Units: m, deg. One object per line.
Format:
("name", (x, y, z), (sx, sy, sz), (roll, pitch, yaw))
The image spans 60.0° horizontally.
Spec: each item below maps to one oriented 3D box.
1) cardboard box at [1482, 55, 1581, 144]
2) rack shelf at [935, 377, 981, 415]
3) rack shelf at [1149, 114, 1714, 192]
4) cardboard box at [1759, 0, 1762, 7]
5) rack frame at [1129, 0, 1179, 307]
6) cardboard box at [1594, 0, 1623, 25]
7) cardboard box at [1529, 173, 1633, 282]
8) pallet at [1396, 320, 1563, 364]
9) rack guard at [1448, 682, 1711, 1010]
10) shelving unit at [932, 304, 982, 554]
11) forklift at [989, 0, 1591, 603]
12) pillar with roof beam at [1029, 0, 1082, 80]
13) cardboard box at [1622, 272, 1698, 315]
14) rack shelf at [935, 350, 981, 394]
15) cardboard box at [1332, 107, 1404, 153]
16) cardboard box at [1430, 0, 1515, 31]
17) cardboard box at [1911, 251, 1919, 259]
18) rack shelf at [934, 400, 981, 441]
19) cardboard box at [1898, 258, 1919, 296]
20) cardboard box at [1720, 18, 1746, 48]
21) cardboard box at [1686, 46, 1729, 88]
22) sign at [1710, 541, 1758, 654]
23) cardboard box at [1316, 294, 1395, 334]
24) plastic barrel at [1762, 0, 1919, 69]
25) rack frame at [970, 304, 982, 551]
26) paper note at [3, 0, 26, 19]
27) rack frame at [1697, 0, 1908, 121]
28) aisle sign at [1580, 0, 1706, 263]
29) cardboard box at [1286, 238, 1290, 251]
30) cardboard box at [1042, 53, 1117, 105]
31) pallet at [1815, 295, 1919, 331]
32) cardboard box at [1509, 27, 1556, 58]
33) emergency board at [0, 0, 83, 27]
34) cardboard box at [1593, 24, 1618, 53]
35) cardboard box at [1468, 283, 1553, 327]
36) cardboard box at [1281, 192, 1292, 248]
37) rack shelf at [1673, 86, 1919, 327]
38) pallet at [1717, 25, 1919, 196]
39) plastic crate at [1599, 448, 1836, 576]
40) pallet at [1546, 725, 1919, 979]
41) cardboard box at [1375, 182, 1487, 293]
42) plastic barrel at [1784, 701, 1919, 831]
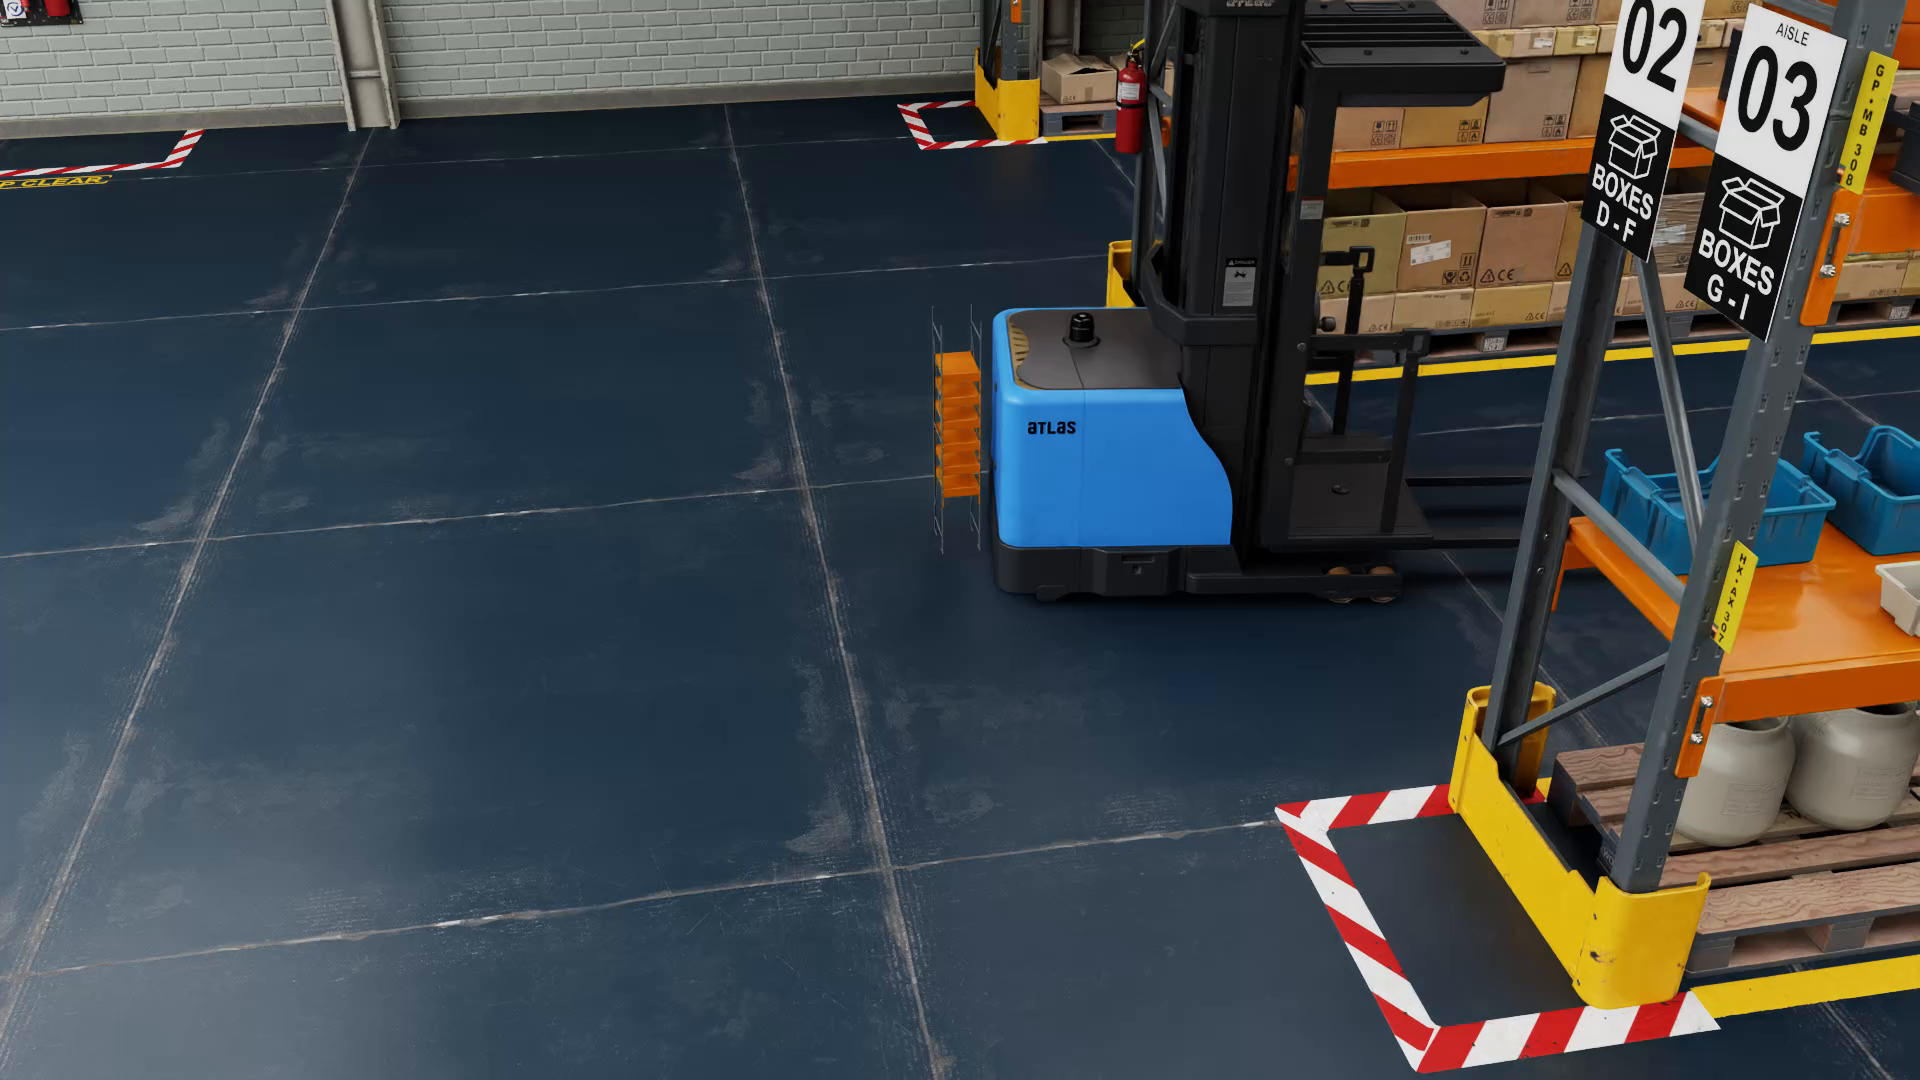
("cardboard box", (3.204, -2.682, 9.754), (0.500, 0.500, 0.700), (-4, 31, -7))
("rack shelf", (-0.014, -0.684, 7.844), (0.180, 0.103, 0.258), (-5, 31, -9))
("rack shelf", (3.187, -2.333, 9.968), (4.000, 0.370, 1.077), (-5, 31, -9))
("cardboard box", (4.719, -3.384, 9.667), (0.500, 0.500, 0.700), (-5, 31, -9))
("rack frame", (1.220, -2.460, 9.475), (0.127, 3.000, 1.000), (-5, 31, -9))
("cardboard box", (3.730, -3.292, 9.511), (0.500, 0.500, 0.700), (-5, 31, -9))
("cardboard box", (3.753, -1.906, 10.090), (0.500, 0.500, 0.500), (-5, 31, -9))
("pallet", (3.162, -1.459, 10.522), (1.213, 0.211, 1.003), (-5, 31, -9))
("rack guard", (2.175, 1.057, 5.959), (0.348, 0.500, 1.175), (-5, 31, -9))
("shelving unit", (-0.014, -0.516, 7.944), (0.189, 1.200, 0.258), (-5, 31, -9))
("forklift", (1.673, -1.239, 7.465), (3.031, 2.935, 1.130), (-1, 30, -1))
("pillar with roof beam", (1.632, -5.865, 9.346), (0.400, 9.000, 9.100), (-5, 31, -9))
("cardboard box", (4.244, -1.629, 10.360), (0.500, 0.250, 0.500), (-5, 31, -9))
("rack shelf", (-0.014, -0.788, 7.784), (0.180, 0.103, 0.258), (-5, 31, -9))
("cardboard box", (2.197, -2.590, 9.597), (0.500, 0.500, 0.700), (-5, 31, -8))
("cardboard box", (2.746, -3.201, 9.356), (0.500, 0.500, 0.700), (-5, 31, -9))
("cardboard box", (6.099, -2.020, 10.470), (0.500, 0.311, 0.500), (-6, 31, -10))
("rack shelf", (-0.014, -0.581, 7.905), (0.180, 0.103, 0.258), (-5, 31, -9))
("cardboard box", (6.099, -1.780, 10.617), (0.500, 0.250, 0.500), (-5, 31, -8))
("cardboard box", (4.425, -2.970, 9.603), (0.250, 0.149, 0.380), (-6, 31, -10))
("cardboard box", (4.202, -2.773, 9.909), (0.500, 0.500, 0.700), (-6, 31, -9))
("sign", (2.203, 0.165, 4.737), (0.005, 0.325, 0.100), (-5, 31, -9))
("cardboard box", (2.279, -1.442, 10.041), (0.500, 0.250, 0.500), (-5, 31, -9))
("plastic barrel", (2.564, -1.757, 4.482), (0.708, 0.830, 0.600), (-5, 31, -9))
("rack frame", (0.076, -0.524, 7.958), (0.006, 1.200, 0.240), (-5, 31, -9))
("paper note", (-7.669, -4.309, 13.488), (0.142, 0.148, 0.016), (-5, 31, -9))
("rack frame", (2.108, -2.576, 3.753), (0.127, 3.000, 1.000), (-5, 31, -9))
("aisle sign", (1.984, -1.252, 4.856), (0.004, 0.787, 0.394), (-5, 31, -9))
("cardboard box", (2.184, -1.704, 10.487), (0.500, 0.250, 0.500), (-5, 31, -9))
("cardboard box", (1.021, -3.979, 14.276), (0.500, 0.311, 0.500), (-9, 32, -15))
("pallet", (5.872, -1.710, 10.950), (1.213, 0.211, 1.003), (-5, 31, -9))
("cardboard box", (3.157, -2.851, 9.401), (0.250, 0.149, 0.380), (-5, 31, -8))
("emergency board", (-7.483, -4.671, 13.234), (0.643, 1.169, 0.194), (-5, 31, -9))
("cardboard box", (3.676, -2.901, 9.486), (0.250, 0.149, 0.380), (-4, 31, -7))
("cardboard box", (3.263, -1.530, 10.191), (0.500, 0.250, 0.500), (-5, 31, -9))
("cardboard box", (1.694, -1.977, 10.211), (0.500, 0.500, 0.500), (-5, 31, -9))
("rack shelf", (4.076, -1.156, 5.007), (4.000, 0.370, 1.077), (-5, 31, -9))
("pallet", (2.940, -1.229, 4.607), (1.213, 0.211, 1.003), (-5, 31, -9))
("plastic crate", (2.547, -0.121, 5.643), (0.616, 0.251, 0.499), (-5, 31, -9))
("pallet", (2.975, 1.110, 6.154), (1.213, 0.211, 1.003), (-5, 31, -9))
("cardboard box", (2.768, -1.816, 9.938), (0.500, 0.500, 0.500), (-5, 31, -9))
("plastic barrel", (3.235, 0.757, 6.043), (0.421, 0.512, 0.421), (0, 30, 0))
